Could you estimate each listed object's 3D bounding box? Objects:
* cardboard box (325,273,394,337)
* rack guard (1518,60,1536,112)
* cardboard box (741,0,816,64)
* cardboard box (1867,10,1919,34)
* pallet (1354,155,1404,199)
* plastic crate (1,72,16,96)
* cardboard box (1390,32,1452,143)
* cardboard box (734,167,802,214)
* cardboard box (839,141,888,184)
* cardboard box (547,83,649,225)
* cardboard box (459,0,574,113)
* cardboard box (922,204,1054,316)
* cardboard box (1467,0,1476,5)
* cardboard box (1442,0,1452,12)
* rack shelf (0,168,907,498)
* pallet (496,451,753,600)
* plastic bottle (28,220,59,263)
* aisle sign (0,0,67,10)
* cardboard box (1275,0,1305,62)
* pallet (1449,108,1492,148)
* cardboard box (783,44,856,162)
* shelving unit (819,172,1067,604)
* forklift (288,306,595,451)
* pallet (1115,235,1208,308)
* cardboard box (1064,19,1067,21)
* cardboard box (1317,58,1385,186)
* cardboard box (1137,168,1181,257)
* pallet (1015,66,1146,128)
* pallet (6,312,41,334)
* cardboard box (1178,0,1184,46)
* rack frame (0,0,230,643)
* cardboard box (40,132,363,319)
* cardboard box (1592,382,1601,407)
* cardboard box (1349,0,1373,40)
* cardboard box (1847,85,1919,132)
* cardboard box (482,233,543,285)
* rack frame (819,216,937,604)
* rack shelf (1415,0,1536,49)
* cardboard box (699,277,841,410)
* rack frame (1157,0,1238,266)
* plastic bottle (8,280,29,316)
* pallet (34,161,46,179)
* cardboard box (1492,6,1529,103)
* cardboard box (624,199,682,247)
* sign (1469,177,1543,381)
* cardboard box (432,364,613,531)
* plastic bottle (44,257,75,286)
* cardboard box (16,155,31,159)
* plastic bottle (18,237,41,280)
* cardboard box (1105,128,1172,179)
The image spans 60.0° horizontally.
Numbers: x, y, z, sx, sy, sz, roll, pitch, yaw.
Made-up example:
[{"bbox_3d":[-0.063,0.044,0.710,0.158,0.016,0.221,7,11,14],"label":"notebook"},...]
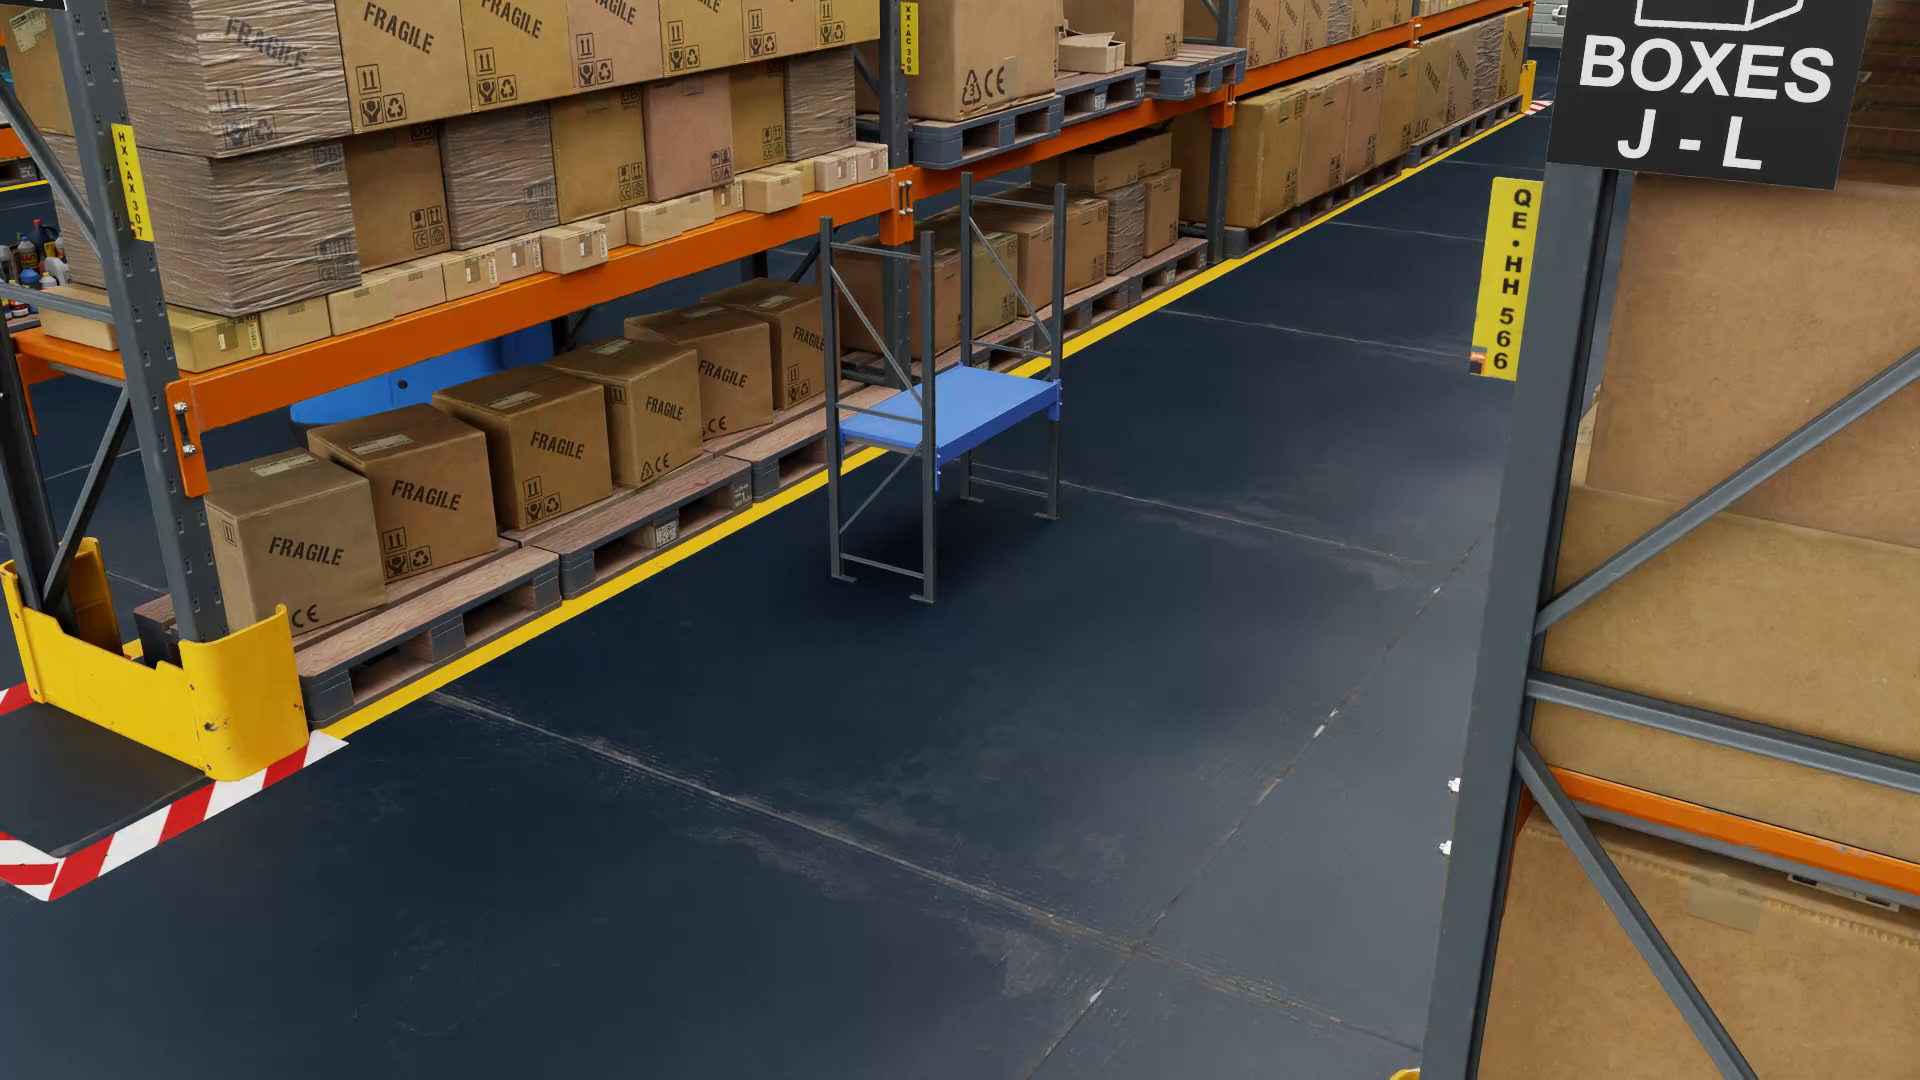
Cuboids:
[{"bbox_3d":[-2.171,-0.824,5.695,0.380,0.149,0.250,14,27,29],"label":"cardboard box"},{"bbox_3d":[5.636,-4.993,18.155,1.175,0.500,0.348,14,27,29],"label":"rack guard"},{"bbox_3d":[-0.973,-2.345,7.131,0.500,0.500,0.500,14,27,29],"label":"cardboard box"},{"bbox_3d":[2.637,-1.092,4.449,0.875,0.550,0.550,14,27,29],"label":"cardboard box"},{"bbox_3d":[3.170,-3.226,14.437,1.003,0.211,1.213,14,27,29],"label":"pallet"},{"bbox_3d":[-5.267,-2.621,9.716,0.499,0.251,0.616,14,27,29],"label":"plastic crate"},{"bbox_3d":[3.930,-4.206,15.335,0.875,0.875,0.875,14,27,29],"label":"cardboard box"},{"bbox_3d":[-0.930,-1.571,7.419,0.380,0.149,0.250,14,27,29],"label":"cardboard box"},{"bbox_3d":[-0.570,-1.832,8.024,0.380,0.149,0.250,14,27,29],"label":"cardboard box"},{"bbox_3d":[-1.767,-1.614,6.702,0.875,0.500,0.500,14,27,29],"label":"cardboard box"},{"bbox_3d":[-1.763,-1.838,5.961,0.500,0.500,0.500,14,27,29],"label":"cardboard box"},{"bbox_3d":[0.198,-1.685,9.960,0.700,0.500,0.500,11,26,24],"label":"cardboard box"},{"bbox_3d":[4.635,-5.134,15.651,0.380,0.149,0.250,14,27,30],"label":"cardboard box"},{"bbox_3d":[4.229,-4.875,15.051,0.380,0.149,0.250,15,28,31],"label":"cardboard box"},{"bbox_3d":[-1.761,-1.077,6.867,1.077,0.370,4.000,14,27,29],"label":"rack shelf"},{"bbox_3d":[-1.673,-0.155,7.342,1.003,0.211,1.213,14,27,29],"label":"pallet"},{"bbox_3d":[-5.792,-1.857,10.544,0.144,0.351,0.185,13,26,27],"label":"plastic bottle"},{"bbox_3d":[-2.594,-1.841,4.455,0.394,0.787,0.004,14,27,29],"label":"aisle sign"},{"bbox_3d":[2.161,-3.759,12.033,0.500,0.500,0.500,13,27,28],"label":"cardboard box"},{"bbox_3d":[4.624,-4.156,16.585,1.003,0.211,1.213,14,27,29],"label":"pallet"},{"bbox_3d":[-0.996,-2.125,7.884,0.875,0.500,0.500,14,27,29],"label":"cardboard box"},{"bbox_3d":[-0.045,-0.659,6.886,0.538,1.500,1.048,14,27,29],"label":"shelving unit"},{"bbox_3d":[-2.632,-2.200,8.642,1.130,2.935,3.031,0,23,0],"label":"forklift"},{"bbox_3d":[0.990,-1.889,11.348,1.003,0.211,1.213,14,27,29],"label":"pallet"},{"bbox_3d":[0.324,-3.038,10.153,0.500,0.250,0.500,13,27,27],"label":"cardboard box"},{"bbox_3d":[2.722,-3.478,13.654,1.225,0.875,0.875,13,27,27],"label":"cardboard box"},{"bbox_3d":[1.067,-2.256,11.279,0.700,0.500,0.500,12,26,26],"label":"cardboard box"},{"bbox_3d":[0.394,-2.667,9.877,1.003,0.211,1.213,14,27,29],"label":"pallet"},{"bbox_3d":[-5.947,-1.209,9.777,1.003,0.211,1.213,14,27,29],"label":"pallet"},{"bbox_3d":[1.153,-3.480,10.858,0.500,0.500,0.500,10,25,23],"label":"cardboard box"},{"bbox_3d":[-2.816,-0.732,5.165,1.000,3.000,0.127,14,27,29],"label":"rack frame"},{"bbox_3d":[-2.503,-1.094,5.502,0.875,0.500,0.500,14,27,29],"label":"cardboard box"},{"bbox_3d":[1.773,-0.052,3.406,0.875,0.550,0.550,14,27,29],"label":"cardboard box"},{"bbox_3d":[2.962,-4.269,13.211,0.500,0.500,0.500,14,27,28],"label":"cardboard box"},{"bbox_3d":[1.784,-0.545,3.185,0.875,0.550,0.550,14,27,29],"label":"cardboard box"},{"bbox_3d":[-1.810,-1.086,6.299,0.380,0.149,0.250,14,27,29],"label":"cardboard box"},{"bbox_3d":[-0.313,-0.488,6.489,0.500,1.500,0.032,14,27,29],"label":"rack frame"},{"bbox_3d":[4.568,-5.127,16.223,1.077,0.370,4.000,14,27,29],"label":"rack shelf"},{"bbox_3d":[-0.951,-1.001,8.404,0.500,0.500,0.500,13,27,27],"label":"cardboard box"},{"bbox_3d":[1.404,-3.432,11.402,1.000,3.000,0.127,14,27,29],"label":"rack frame"},{"bbox_3d":[-5.517,-1.417,9.716,0.097,0.201,0.097,0,23,0],"label":"plastic bottle"},{"bbox_3d":[-8.122,-3.550,15.184,1.003,0.211,1.213,14,27,29],"label":"pallet"},{"bbox_3d":[5.354,-5.117,17.440,0.875,0.875,0.875,14,27,29],"label":"cardboard box"},{"bbox_3d":[-1.374,-1.329,6.861,0.380,0.149,0.250,14,27,29],"label":"cardboard box"},{"bbox_3d":[0.890,-0.417,2.682,0.100,0.325,0.005,14,27,29],"label":"sign"},{"bbox_3d":[-1.840,-0.401,7.018,0.500,0.500,0.500,17,29,34],"label":"cardboard box"},{"bbox_3d":[-5.370,-1.566,9.967,0.152,0.276,0.135,14,27,30],"label":"plastic bottle"},{"bbox_3d":[-8.156,-3.522,14.542,0.500,0.250,0.500,13,27,27],"label":"cardboard box"},{"bbox_3d":[-5.838,-1.763,10.427,0.097,0.271,0.097,0,23,0],"label":"plastic bottle"},{"bbox_3d":[1.076,-2.598,11.125,0.500,0.250,0.500,15,28,31],"label":"cardboard box"}]
